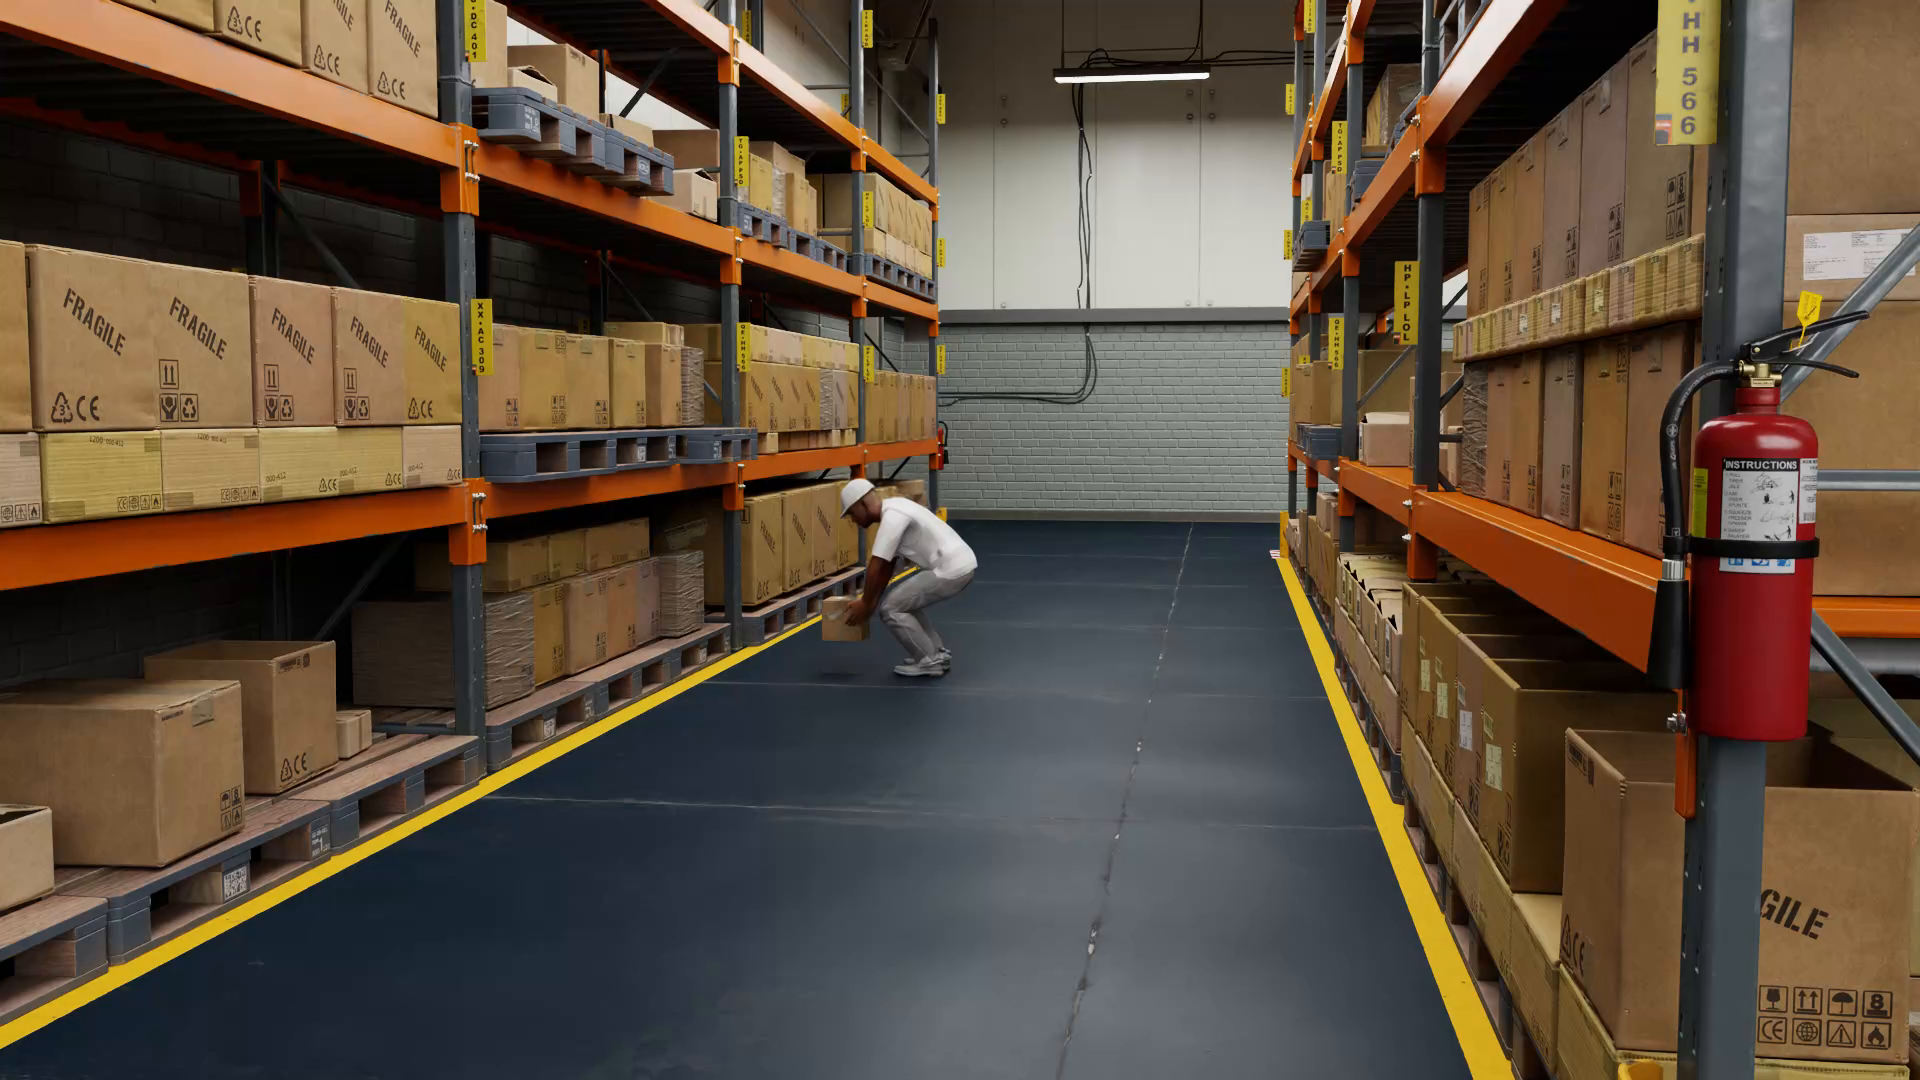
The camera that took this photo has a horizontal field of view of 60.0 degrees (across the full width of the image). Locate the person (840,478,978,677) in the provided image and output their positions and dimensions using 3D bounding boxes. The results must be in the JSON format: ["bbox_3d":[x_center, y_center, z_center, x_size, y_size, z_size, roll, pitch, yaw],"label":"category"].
[{"bbox_3d":[-0.321,0.226,10.231,0.839,1.204,0.620,1,4,9],"label":"person"}]
